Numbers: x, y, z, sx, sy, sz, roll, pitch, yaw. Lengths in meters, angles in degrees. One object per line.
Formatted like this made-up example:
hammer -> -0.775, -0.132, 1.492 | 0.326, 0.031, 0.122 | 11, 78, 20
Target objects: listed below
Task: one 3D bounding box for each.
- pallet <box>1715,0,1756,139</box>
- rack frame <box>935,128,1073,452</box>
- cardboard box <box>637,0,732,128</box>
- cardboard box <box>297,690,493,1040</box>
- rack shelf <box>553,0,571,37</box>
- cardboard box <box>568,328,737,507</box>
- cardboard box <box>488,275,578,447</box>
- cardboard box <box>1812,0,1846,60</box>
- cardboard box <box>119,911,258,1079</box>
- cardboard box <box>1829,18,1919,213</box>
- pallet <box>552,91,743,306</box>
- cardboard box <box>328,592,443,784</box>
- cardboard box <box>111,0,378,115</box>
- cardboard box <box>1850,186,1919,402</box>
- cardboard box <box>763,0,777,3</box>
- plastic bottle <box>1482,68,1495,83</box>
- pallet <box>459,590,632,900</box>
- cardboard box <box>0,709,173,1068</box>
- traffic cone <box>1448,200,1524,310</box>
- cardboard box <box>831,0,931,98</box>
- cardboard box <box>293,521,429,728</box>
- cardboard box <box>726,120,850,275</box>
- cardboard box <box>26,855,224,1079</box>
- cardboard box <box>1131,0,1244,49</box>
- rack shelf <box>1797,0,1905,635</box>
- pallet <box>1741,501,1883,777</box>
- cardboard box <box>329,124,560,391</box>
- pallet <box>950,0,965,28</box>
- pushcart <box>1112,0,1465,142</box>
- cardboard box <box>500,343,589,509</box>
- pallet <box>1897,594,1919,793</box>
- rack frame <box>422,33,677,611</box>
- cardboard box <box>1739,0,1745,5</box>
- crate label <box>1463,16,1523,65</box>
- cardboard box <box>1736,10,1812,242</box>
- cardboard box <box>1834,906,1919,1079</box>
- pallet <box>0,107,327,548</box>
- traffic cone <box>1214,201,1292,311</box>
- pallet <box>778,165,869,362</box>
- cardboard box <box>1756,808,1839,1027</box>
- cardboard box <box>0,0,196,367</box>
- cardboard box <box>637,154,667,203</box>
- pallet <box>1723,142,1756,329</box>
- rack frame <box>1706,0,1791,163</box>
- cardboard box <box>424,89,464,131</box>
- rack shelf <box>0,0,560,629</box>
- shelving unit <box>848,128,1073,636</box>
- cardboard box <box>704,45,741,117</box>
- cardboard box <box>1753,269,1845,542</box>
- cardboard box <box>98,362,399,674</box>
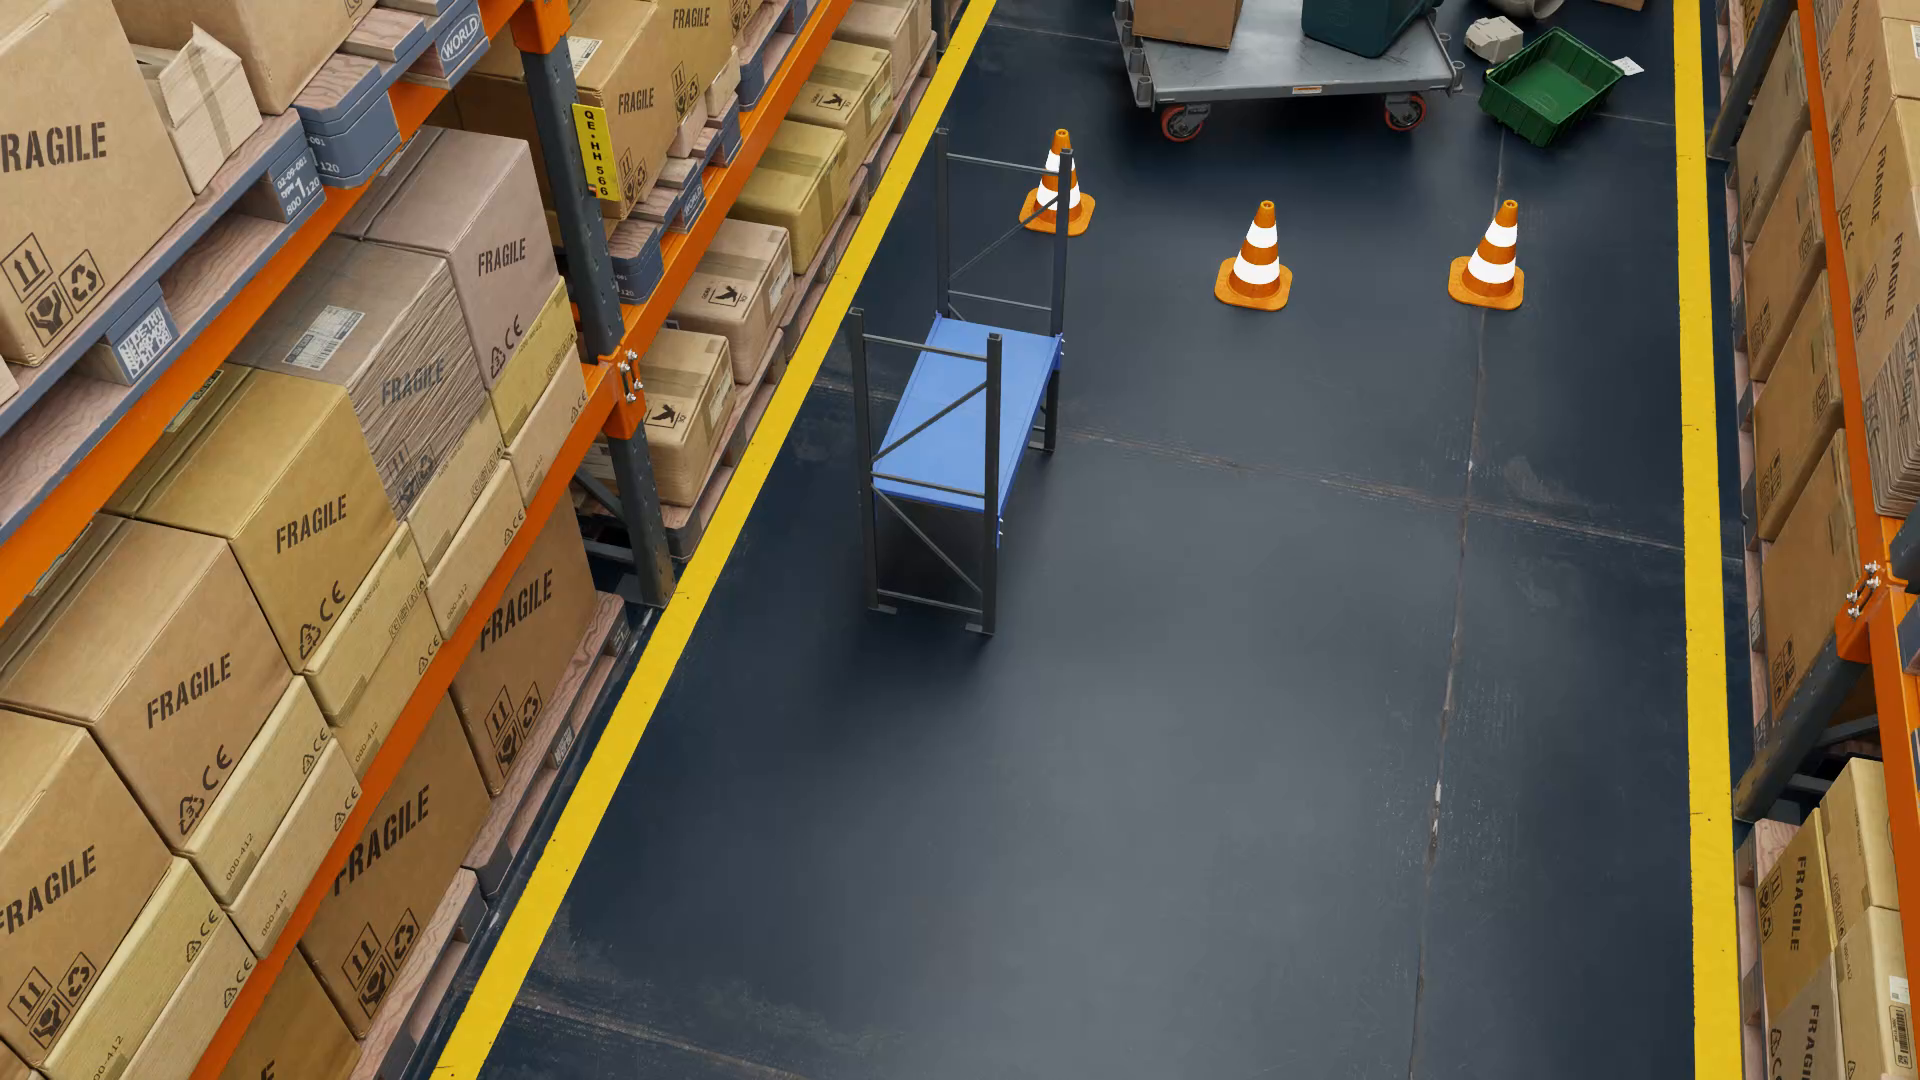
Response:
pallet -> 4.525, -2.464, 8.702 | 1.003, 0.211, 1.213 | 12, 50, 10
rack frame -> 0.156, -0.926, 6.486 | 0.500, 1.500, 0.032 | 12, 50, 10
cardboard box -> -1.133, -1.791, 5.704 | 0.500, 0.500, 0.500 | 14, 50, 12
cardboard box -> -2.106, 0.829, 5.073 | 0.875, 0.875, 0.875 | 12, 50, 10
rack shelf -> -1.079, -3.063, 5.851 | 1.077, 0.370, 4.000 | 12, 50, 10
cardboard box -> -1.447, -0.538, 6.616 | 0.950, 0.372, 0.625 | 9, 49, 7
cardboard box -> -1.488, -0.577, 4.944 | 0.500, 0.250, 0.500 | 11, 50, 10
cardboard box -> 3.719, -2.192, 6.536 | 0.500, 0.500, 0.500 | 12, 50, 10
cardboard box -> -2.003, 1.072, 3.822 | 0.500, 0.250, 0.500 | 11, 50, 10
cardboard box -> 3.451, -1.464, 5.894 | 0.500, 0.500, 0.500 | 12, 50, 11
pallet -> -1.520, -1.335, 5.975 | 1.213, 0.211, 1.003 | 12, 50, 10
cardboard box -> -1.755, 0.338, 4.470 | 0.500, 0.250, 0.500 | 11, 50, 10
cardboard box -> -1.683, -1.273, 3.444 | 0.700, 0.500, 0.500 | 9, 49, 8
cardboard box -> 3.189, -0.731, 5.247 | 0.500, 0.500, 0.500 | 12, 50, 10
cardboard box -> -0.868, -2.276, 6.564 | 0.380, 0.149, 0.250 | 13, 50, 11
plastic bottle -> 2.866, -2.377, 8.726 | 0.133, 0.061, 0.283 | -11, 50, -10
pallet -> -1.885, 0.616, 5.984 | 1.003, 0.211, 1.213 | 12, 50, 10
cardboard box -> -2.023, 0.670, 3.343 | 0.500, 0.500, 0.500 | 10, 49, 9
traffic cone -> 2.440, -1.340, 7.543 | 0.336, 0.463, 0.334 | 12, 50, 10
cardboard box -> -0.688, -2.645, 8.475 | 0.950, 0.372, 0.625 | 12, 50, 11
cardboard box -> -1.734, 0.168, 4.286 | 0.500, 0.250, 0.500 | 10, 49, 9
cardboard box -> -1.055, -1.621, 7.571 | 0.950, 0.372, 0.625 | 13, 50, 11
cardboard box -> -2.002, 0.910, 3.631 | 0.500, 0.250, 0.500 | 12, 50, 11
cardboard box -> 1.173, -2.849, 8.345 | 0.500, 0.500, 0.500 | 12, 50, 10
rack shelf -> 3.723, -1.167, 6.178 | 1.077, 0.370, 4.000 | 12, 50, 10
pallet -> 3.477, 0.409, 6.167 | 1.003, 0.211, 1.213 | 12, 50, 10
cardboard box -> -1.489, -0.801, 4.641 | 0.500, 0.500, 0.500 | 10, 49, 9
pallet -> -0.410, -3.325, 9.463 | 1.003, 0.211, 1.213 | 12, 50, 10
pushcart -> 1.660, -2.474, 8.601 | 1.648, 0.377, 0.936 | -4, 49, -3
cardboard box -> -1.488, -0.396, 5.117 | 0.500, 0.250, 0.500 | 10, 49, 9
pallet -> 3.112, 0.642, 4.230 | 1.213, 0.211, 1.003 | 12, 50, 10
rack frame -> -1.605, -0.862, 5.429 | 1.000, 3.000, 0.127 | 12, 50, 10
cardboard box -> 4.716, -3.381, 8.790 | 0.875, 0.875, 0.875 | 12, 50, 10
crate label -> 2.880, -2.704, 8.964 | 0.298, 0.136, 0.250 | -19, 51, -16
cardboard box -> 4.173, -1.780, 7.459 | 1.050, 0.750, 0.750 | 11, 50, 10
cardboard box -> 2.648, 1.299, 4.408 | 0.500, 0.250, 0.500 | 11, 49, 10
pallet -> -2.015, -0.507, 3.241 | 1.003, 0.211, 1.213 | 14, 50, 12
traffic cone -> 1.360, -1.336, 7.539 | 0.336, 0.463, 0.334 | 12, 50, 10
pallet -> -1.075, -1.384, 7.750 | 1.003, 0.211, 1.213 | 12, 50, 10
cardboard box -> 2.765, 1.191, 5.004 | 0.500, 0.500, 0.500 | 10, 49, 8
cardboard box -> -1.789, -0.695, 2.934 | 0.500, 0.500, 0.500 | 12, 50, 10
cardboard box -> -1.234, -1.314, 5.716 | 0.380, 0.149, 0.250 | 9, 49, 8
pallet -> 4.119, -1.356, 7.725 | 1.003, 0.211, 1.213 | 12, 50, 10
rack frame -> 4.250, -2.852, 7.185 | 1.000, 3.000, 0.127 | 12, 50, 10
cardboard box -> -1.754, -1.516, 5.461 | 0.500, 0.500, 0.500 | 10, 49, 9
rack shelf -> -2.132, -0.170, 3.297 | 1.077, 0.370, 4.000 | 12, 50, 10
shelving unit -> 0.022, -0.558, 6.161 | 0.538, 1.500, 1.048 | 12, 50, 10
cardboard box -> -1.025, -1.698, 6.054 | 0.380, 0.149, 0.250 | 12, 50, 10
cardboard box -> 3.671, -0.409, 6.249 | 1.050, 0.750, 0.750 | 12, 50, 11
cardboard box -> -1.753, -0.070, 3.996 | 0.500, 0.500, 0.500 | 12, 50, 10
